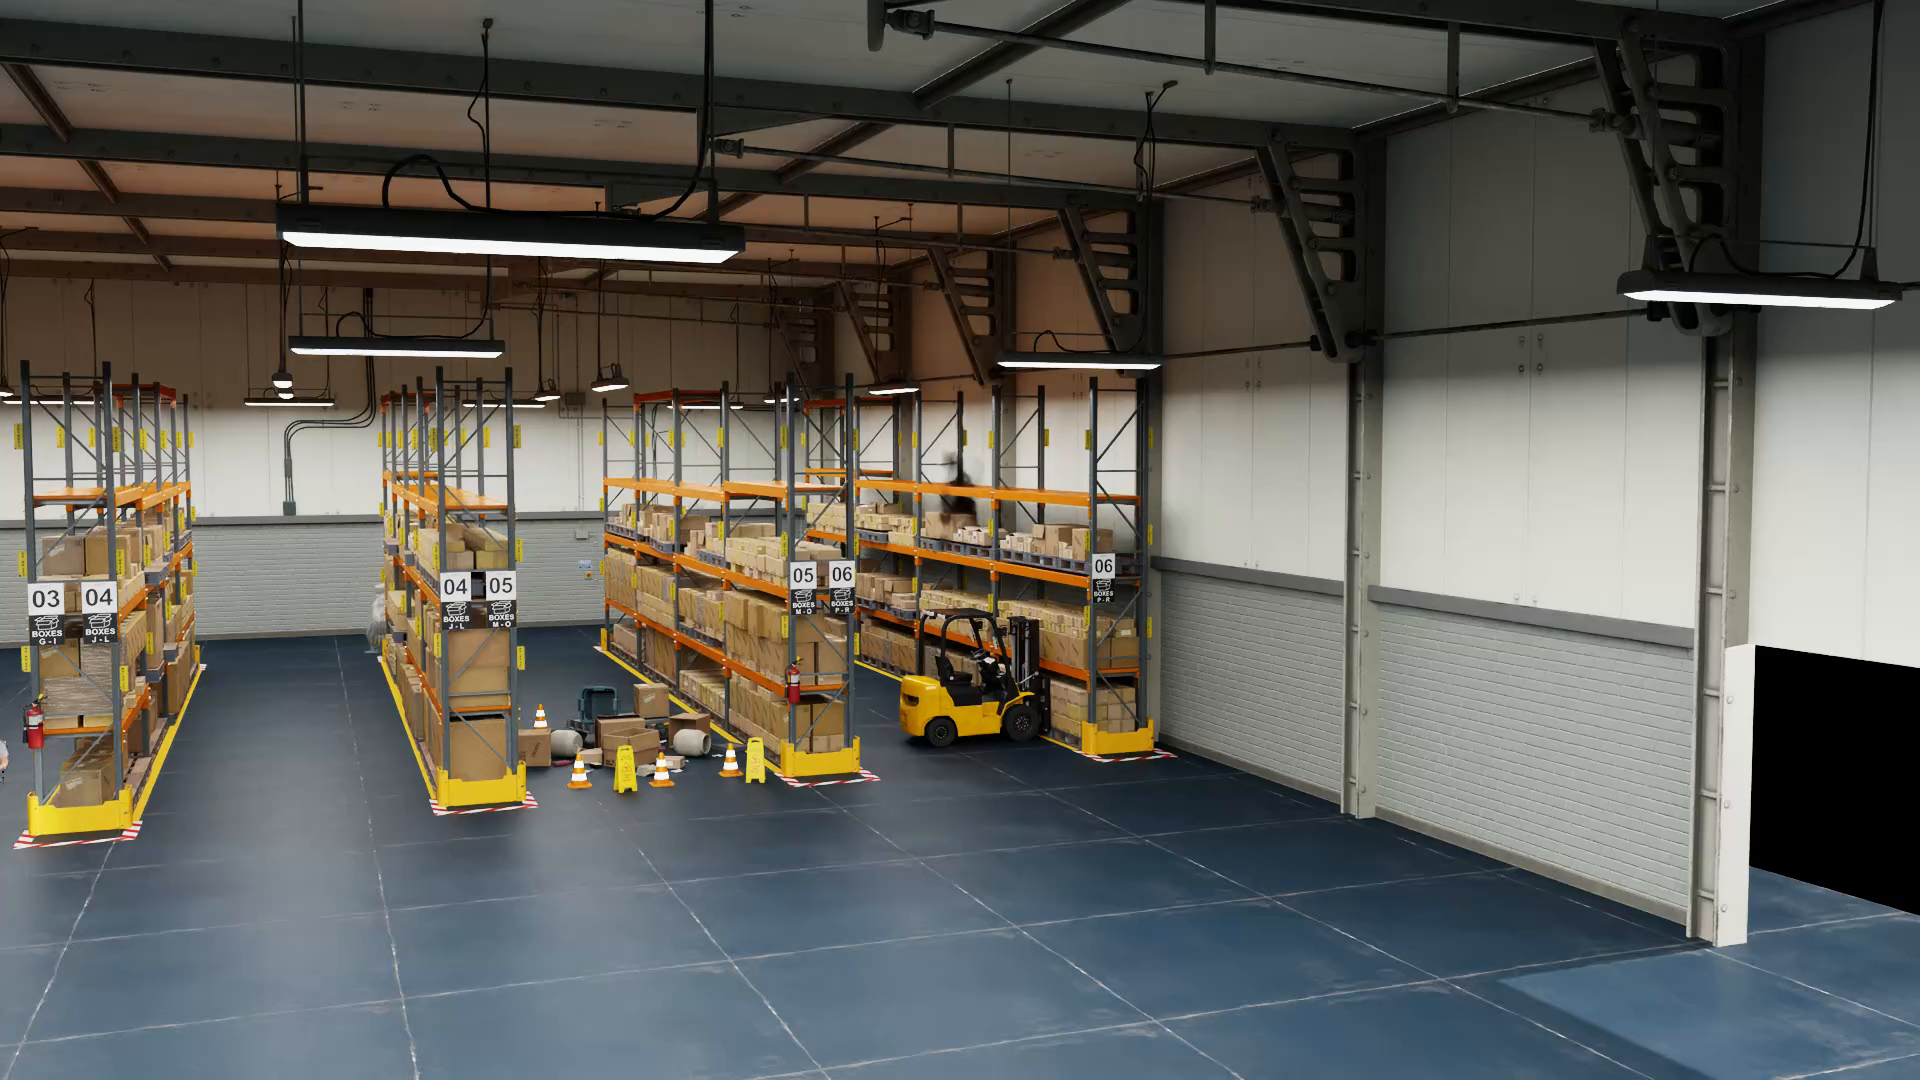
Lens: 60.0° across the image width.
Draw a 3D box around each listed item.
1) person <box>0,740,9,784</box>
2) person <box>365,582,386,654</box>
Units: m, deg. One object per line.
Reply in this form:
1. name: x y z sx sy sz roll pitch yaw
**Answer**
1. person: -11.762 2.967 20.049 0.643 1.652 0.539 2 4 35
2. person: -13.529 1.828 38.729 0.666 1.700 0.682 -1 4 -22
